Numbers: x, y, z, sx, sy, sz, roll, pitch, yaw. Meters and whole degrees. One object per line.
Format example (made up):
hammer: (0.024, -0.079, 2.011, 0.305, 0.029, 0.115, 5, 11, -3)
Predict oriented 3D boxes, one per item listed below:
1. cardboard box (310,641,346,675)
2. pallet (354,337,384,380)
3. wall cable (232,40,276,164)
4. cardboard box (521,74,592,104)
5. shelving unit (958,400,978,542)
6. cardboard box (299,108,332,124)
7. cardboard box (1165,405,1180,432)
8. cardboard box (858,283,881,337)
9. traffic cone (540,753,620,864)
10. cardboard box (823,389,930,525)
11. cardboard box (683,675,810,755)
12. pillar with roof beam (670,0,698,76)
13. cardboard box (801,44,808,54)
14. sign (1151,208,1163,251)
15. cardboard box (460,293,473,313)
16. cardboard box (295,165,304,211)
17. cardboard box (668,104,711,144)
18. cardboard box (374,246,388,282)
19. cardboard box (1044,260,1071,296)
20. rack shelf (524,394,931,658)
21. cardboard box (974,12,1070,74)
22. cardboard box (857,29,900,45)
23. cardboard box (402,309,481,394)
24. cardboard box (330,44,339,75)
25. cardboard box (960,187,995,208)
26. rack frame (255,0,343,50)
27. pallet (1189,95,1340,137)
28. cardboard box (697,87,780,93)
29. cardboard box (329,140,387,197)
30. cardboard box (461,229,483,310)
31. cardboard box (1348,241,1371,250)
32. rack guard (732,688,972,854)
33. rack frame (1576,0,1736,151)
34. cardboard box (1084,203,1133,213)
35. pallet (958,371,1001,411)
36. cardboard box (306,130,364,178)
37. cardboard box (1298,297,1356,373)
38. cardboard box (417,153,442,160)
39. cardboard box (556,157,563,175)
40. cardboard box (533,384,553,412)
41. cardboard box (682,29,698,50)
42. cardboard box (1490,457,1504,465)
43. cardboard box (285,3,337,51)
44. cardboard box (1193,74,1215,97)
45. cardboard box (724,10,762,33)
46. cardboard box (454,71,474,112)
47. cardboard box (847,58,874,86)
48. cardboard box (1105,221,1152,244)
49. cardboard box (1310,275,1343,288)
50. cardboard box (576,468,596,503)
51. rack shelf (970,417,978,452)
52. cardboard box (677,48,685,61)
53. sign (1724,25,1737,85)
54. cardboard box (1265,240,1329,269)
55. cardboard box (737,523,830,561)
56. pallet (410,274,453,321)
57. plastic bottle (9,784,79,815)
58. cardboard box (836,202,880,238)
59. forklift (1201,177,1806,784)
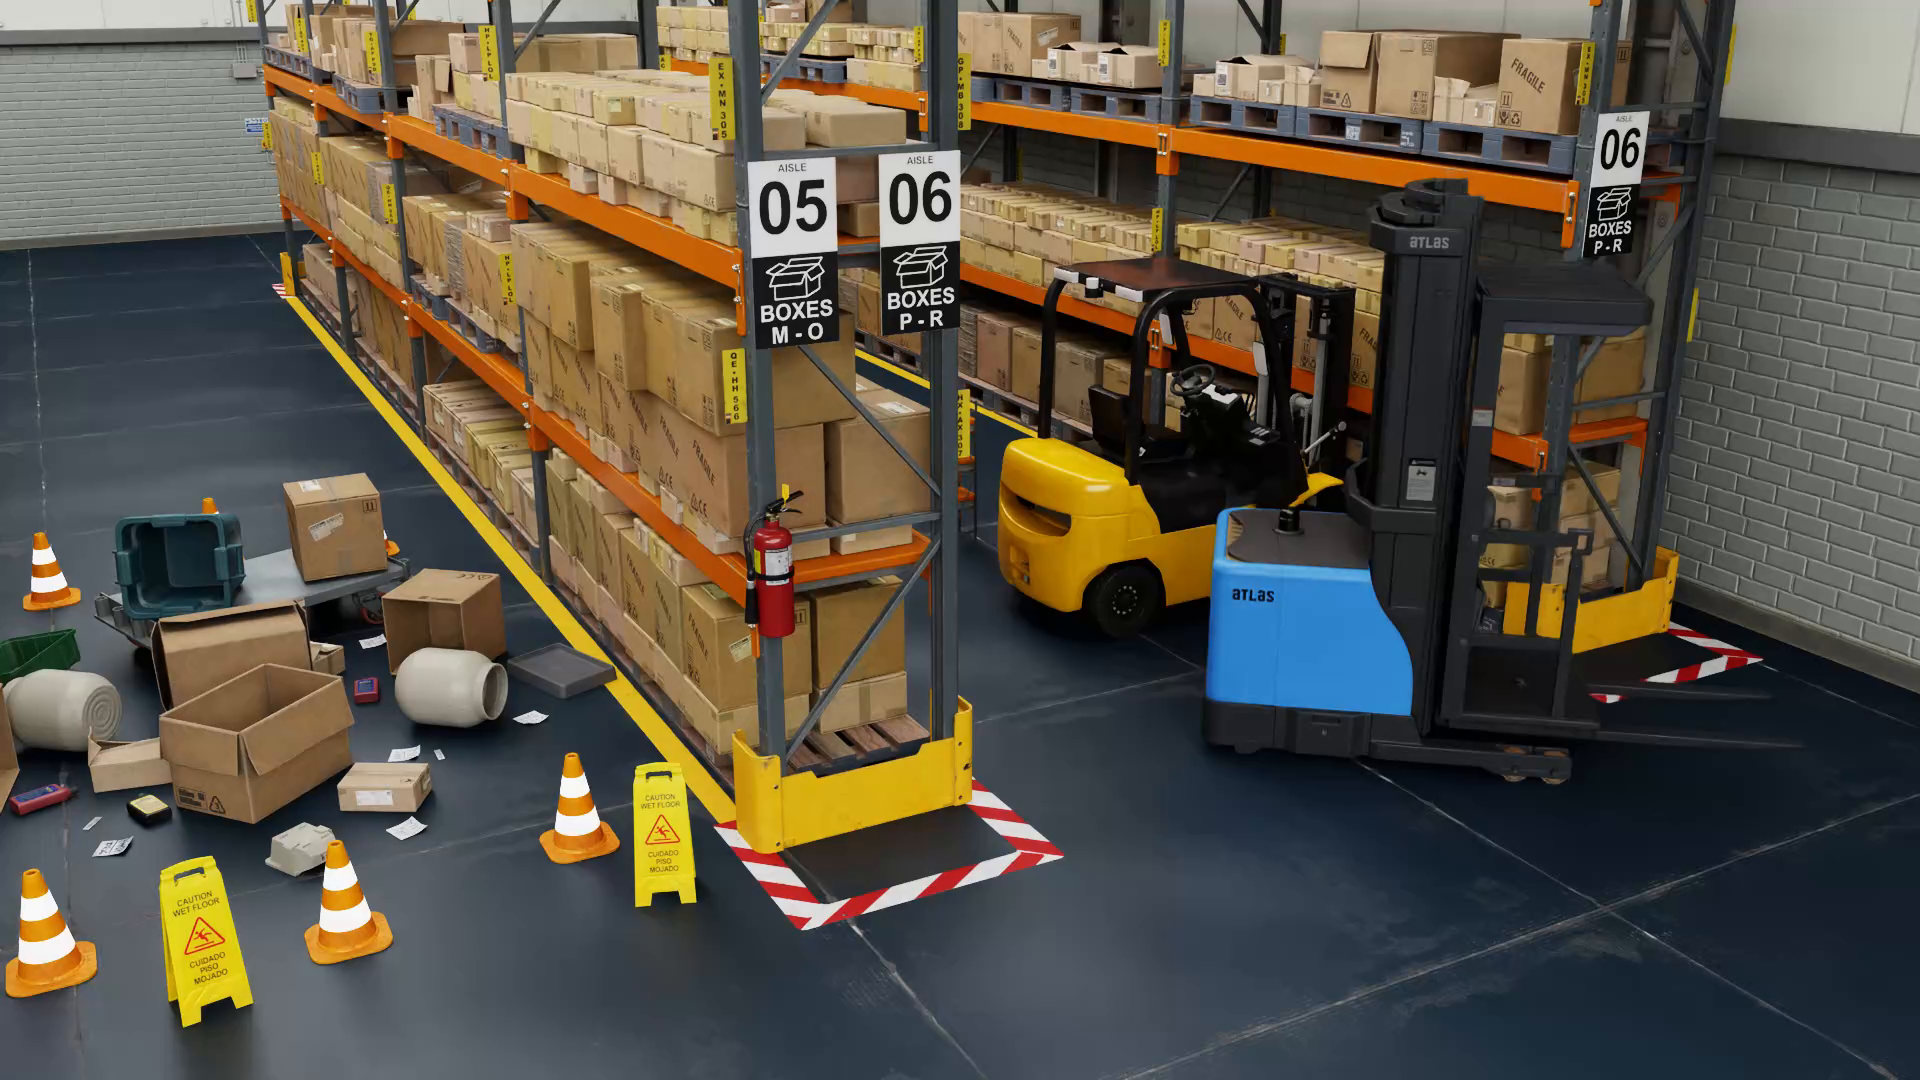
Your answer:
cardboard box: (-3.877, 0.663, 9.804, 0.396, 0.266, 0.258, 7, 20, 20)
pallet: (-5.741, -1.965, 17.501, 1.003, 0.211, 1.213, -10, 21, -27)
wall cable: (-10.772, -6.751, 25.492, 0.585, 1.953, 0.123, -10, 21, -27)
cardboard box: (-2.364, -2.661, 9.809, 0.380, 0.149, 0.250, -9, 21, -25)
shelving unit: (-0.025, -0.512, 12.005, 0.215, 1.050, 0.252, -10, 21, -27)
cardboard box: (-7.152, -4.735, 18.575, 0.380, 0.149, 0.250, -10, 22, -28)
cardboard box: (1.949, -0.914, 12.988, 0.500, 0.250, 0.500, -10, 21, -27)
cardboard box: (-0.777, -2.514, 18.008, 0.500, 0.500, 0.500, -9, 21, -24)
traffic cone: (-1.815, 1.228, 7.864, 0.336, 0.463, 0.334, -10, 21, -27)
cardboard box: (-0.457, -0.415, 8.125, 0.500, 0.500, 0.500, -10, 22, -27)
cardboard box: (-1.108, 0.856, 8.623, 0.500, 0.250, 0.500, -10, 21, -27)
pillar with roof beam: (-7.983, -8.494, 22.950, 9.100, 9.000, 0.400, -10, 21, -27)
cardboard box: (-1.529, -5.367, 18.077, 0.380, 0.149, 0.250, -10, 22, -27)
sign: (1.518, -2.389, 12.803, 0.100, 0.325, 0.005, -10, 21, -27)
cardboard box: (-3.559, -1.831, 12.579, 0.380, 0.149, 0.250, -9, 21, -25)
cardboard box: (-7.355, -4.075, 19.189, 0.500, 0.500, 0.500, -9, 21, -25)
cardboard box: (-1.122, -1.926, 7.678, 0.380, 0.149, 0.250, -10, 22, -27)
cardboard box: (-5.000, -2.523, 15.074, 0.500, 0.250, 0.500, -10, 21, -26)
cardboard box: (1.069, -2.290, 14.399, 0.500, 0.250, 0.500, -10, 21, -26)
rack shelf: (-1.426, -0.282, 9.453, 1.077, 0.370, 4.000, -10, 21, -27)
cardboard box: (0.549, -4.450, 14.881, 0.700, 0.500, 0.500, -10, 22, -28)
cardboard box: (-0.826, -5.144, 17.004, 0.380, 0.149, 0.250, -11, 22, -28)
cardboard box: (-4.530, -1.750, 15.217, 0.875, 0.875, 0.875, -10, 22, -27)
cardboard box: (-5.615, -4.467, 15.442, 0.396, 0.266, 0.258, -8, 21, -22)
cardboard box: (0.112, -3.255, 15.817, 0.380, 0.149, 0.250, -9, 21, -25)
rack frame: (-8.074, -7.477, 20.004, 1.000, 3.000, 0.127, -10, 21, -27)
pallet: (2.419, -3.101, 12.058, 1.003, 0.211, 1.213, -10, 21, -27)
cardboard box: (-1.160, -2.299, 8.760, 0.380, 0.149, 0.250, -9, 21, -26)
cardboard box: (-5.952, -3.700, 16.569, 0.500, 0.500, 0.500, -10, 21, -27)
cardboard box: (-3.273, -1.971, 11.991, 0.500, 0.500, 0.500, -9, 21, -25)
cardboard box: (2.989, -2.043, 11.850, 0.380, 0.149, 0.250, -10, 22, -27)
rack guard: (-0.512, 1.112, 8.143, 1.175, 0.500, 0.348, -10, 21, -27)
rack frame: (3.891, -3.654, 8.924, 1.000, 3.000, 0.127, -10, 21, -27)
cardboard box: (1.330, -2.899, 14.786, 0.380, 0.149, 0.250, -10, 21, -26)
pallet: (0.448, -1.554, 16.311, 1.003, 0.211, 1.213, -10, 21, -27)
cardboard box: (-6.641, -4.105, 17.744, 0.500, 0.500, 0.500, -10, 21, -27)
cardboard box: (2.696, -1.406, 11.453, 0.500, 0.500, 0.500, -10, 21, -26)
cardboard box: (-4.770, -3.336, 15.513, 0.500, 0.500, 0.500, -9, 21, -25)
cardboard box: (-2.153, -2.230, 9.782, 0.380, 0.149, 0.250, -10, 21, -27)
cardboard box: (-2.508, -0.937, 10.634, 0.380, 0.149, 0.250, -10, 21, -27)
cardboard box: (-3.245, -6.437, 21.363, 0.500, 0.250, 0.500, -11, 22, -28)
cardboard box: (3.150, -0.419, 10.785, 0.500, 0.250, 0.500, -10, 21, -26)
cardboard box: (-7.248, -5.750, 18.647, 0.500, 0.500, 0.500, -10, 21, -26)
cardboard box: (1.937, -3.335, 12.188, 0.380, 0.149, 0.250, -9, 21, -26)
cardboard box: (-2.508, -6.238, 20.021, 0.500, 0.250, 0.500, -10, 22, -28)
cardboard box: (-3.257, -3.180, 11.735, 0.500, 0.250, 0.500, -10, 21, -26)
cardboard box: (-0.843, -4.859, 17.245, 0.500, 0.250, 0.500, -10, 21, -27)
cardboard box: (1.425, -2.533, 13.727, 0.380, 0.149, 0.250, -10, 21, -27)
cardboard box: (2.628, -1.741, 11.430, 0.380, 0.149, 0.250, -10, 22, -28)
cardboard box: (-2.081, -0.352, 9.981, 0.380, 0.149, 0.250, -9, 21, -25)
rack shelf: (-0.025, -0.770, 11.916, 0.215, 0.259, 0.240, -10, 21, -27)
cardboard box: (-3.478, -6.348, 21.715, 0.380, 0.149, 0.250, -9, 21, -25)
sign: (4.382, -2.771, 9.502, 0.100, 0.325, 0.005, -10, 21, -27)
cardboard box: (2.393, -2.030, 11.812, 0.380, 0.149, 0.250, -10, 22, -28)
cardboard box: (-0.842, -0.003, 7.928, 0.380, 0.149, 0.250, -9, 21, -25)
pallet: (-3.843, -2.066, 13.813, 1.213, 0.211, 1.003, -10, 21, -27)
plastic bottle: (-4.576, 1.285, 8.313, 0.133, 0.061, 0.283, 16, 25, 39)
cardboard box: (-0.348, -1.493, 7.645, 0.380, 0.149, 0.250, -10, 21, -27)
forklift: (2.852, -0.324, 8.578, 3.031, 2.935, 1.130, 3, 19, 10)
